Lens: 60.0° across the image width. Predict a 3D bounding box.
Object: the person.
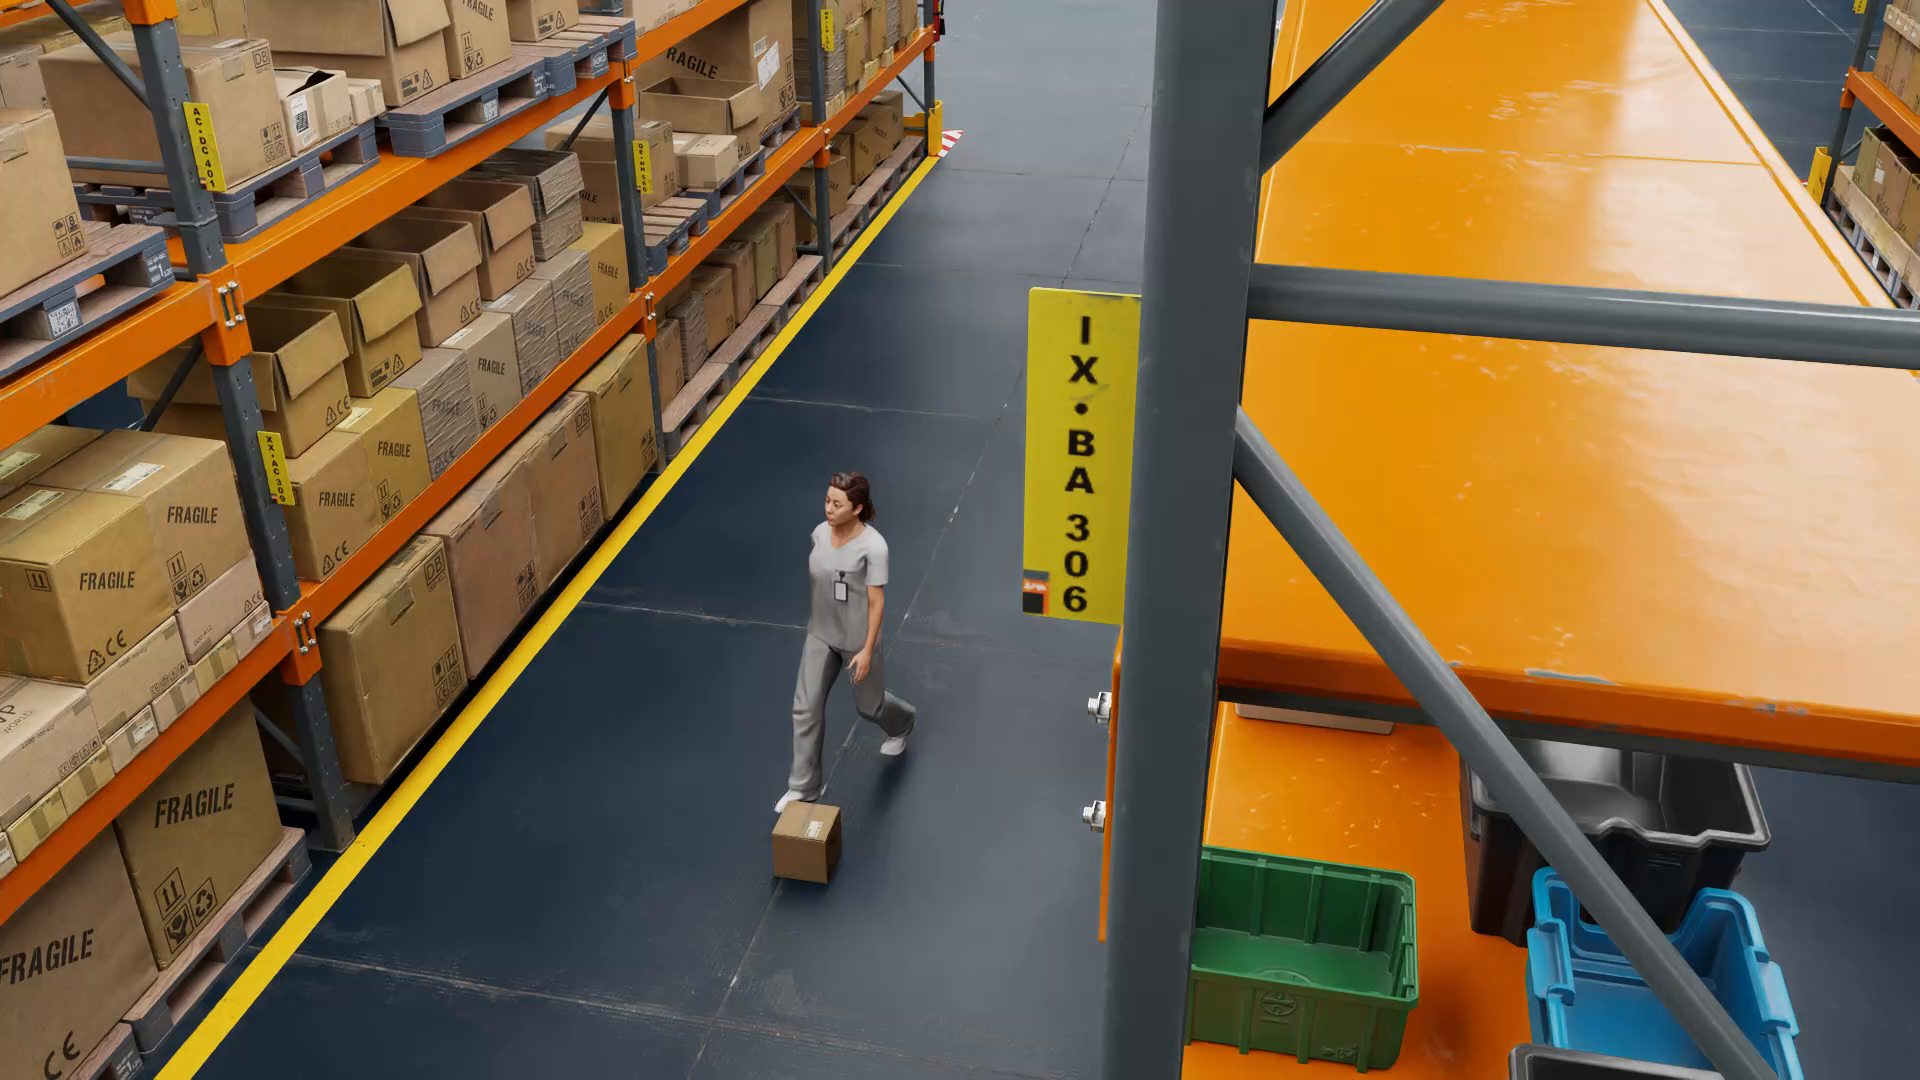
[{"bbox_3d":[-0.553,0.459,7.777,0.444,1.631,0.911,14,32,24],"label":"person"}]
